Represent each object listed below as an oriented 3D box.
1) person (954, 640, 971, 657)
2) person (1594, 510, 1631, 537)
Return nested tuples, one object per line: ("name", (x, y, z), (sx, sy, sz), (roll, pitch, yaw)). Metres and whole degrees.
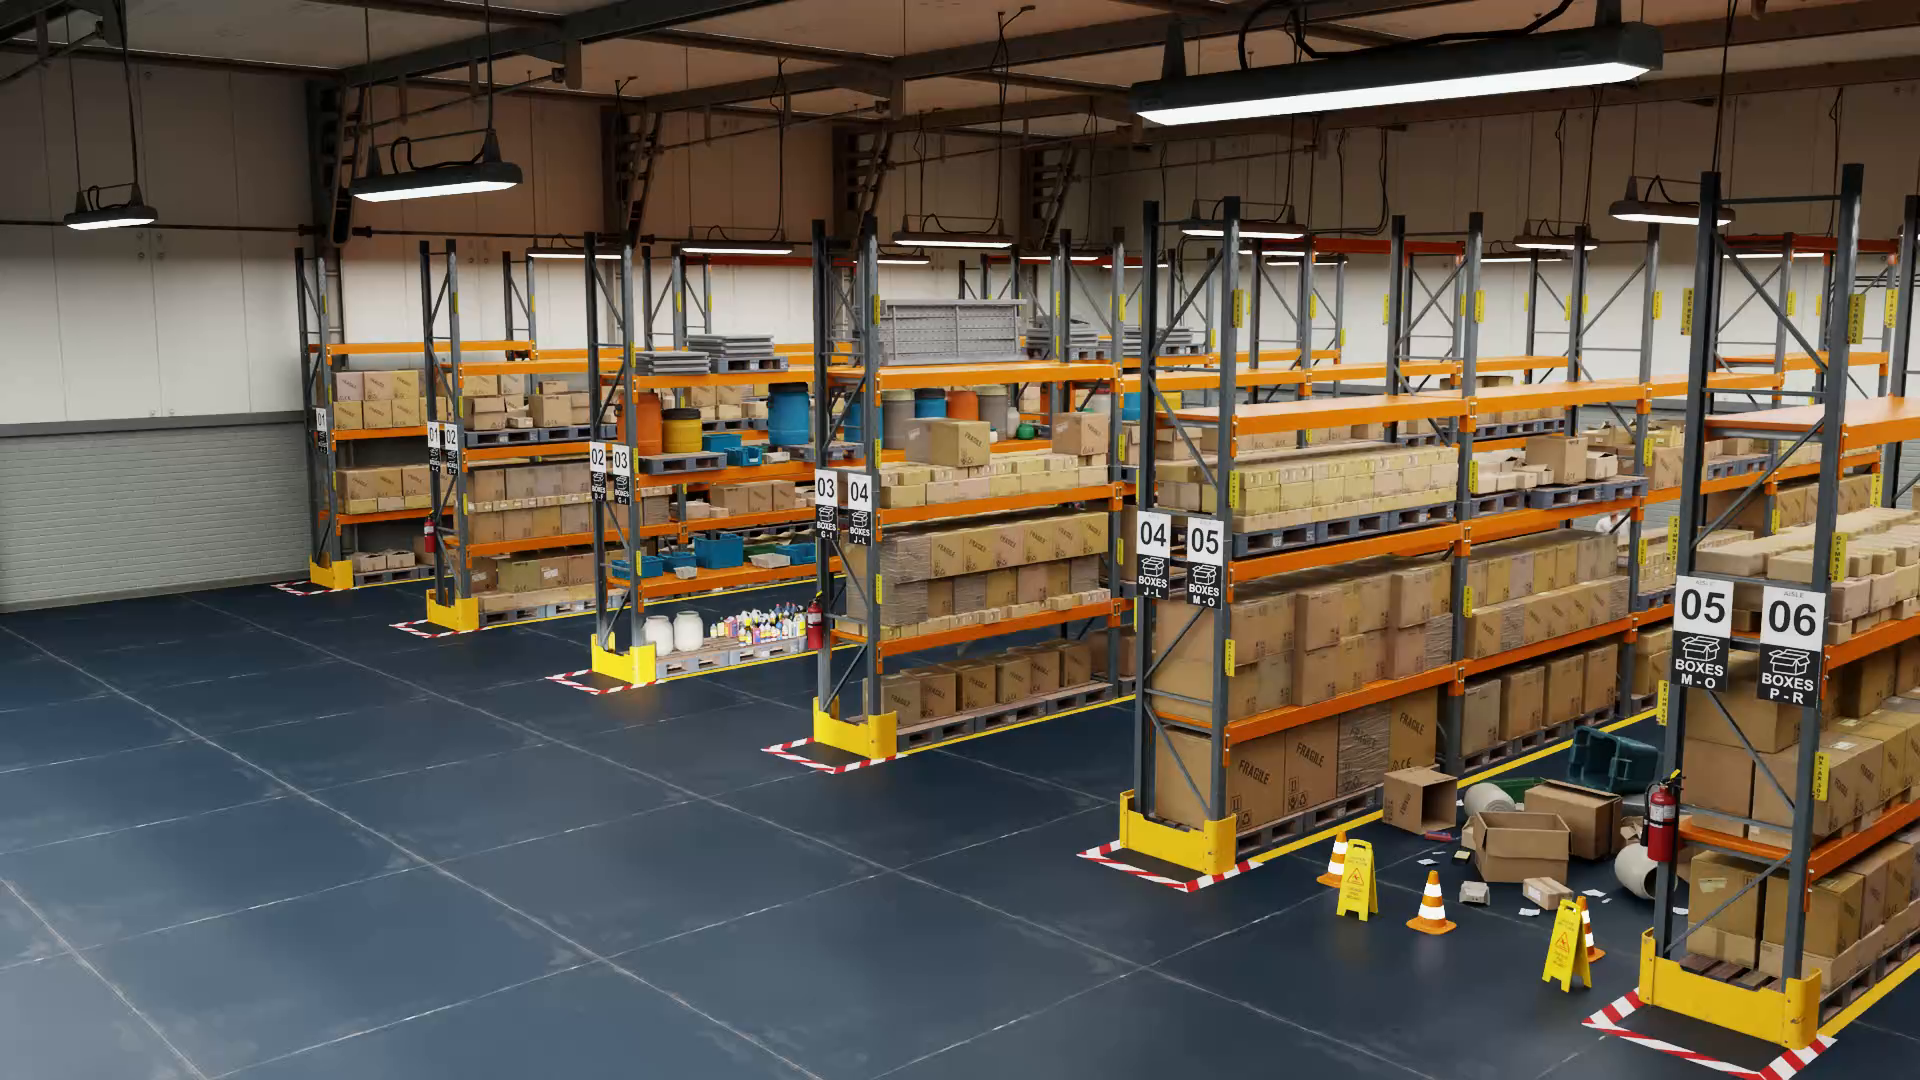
("person", (0.035, 0.638, 23.054), (0.683, 1.888, 0.779), (6, 10, 36))
("person", (10.931, 0.241, 27.795), (0.726, 1.726, 0.627), (6, 10, 35))
